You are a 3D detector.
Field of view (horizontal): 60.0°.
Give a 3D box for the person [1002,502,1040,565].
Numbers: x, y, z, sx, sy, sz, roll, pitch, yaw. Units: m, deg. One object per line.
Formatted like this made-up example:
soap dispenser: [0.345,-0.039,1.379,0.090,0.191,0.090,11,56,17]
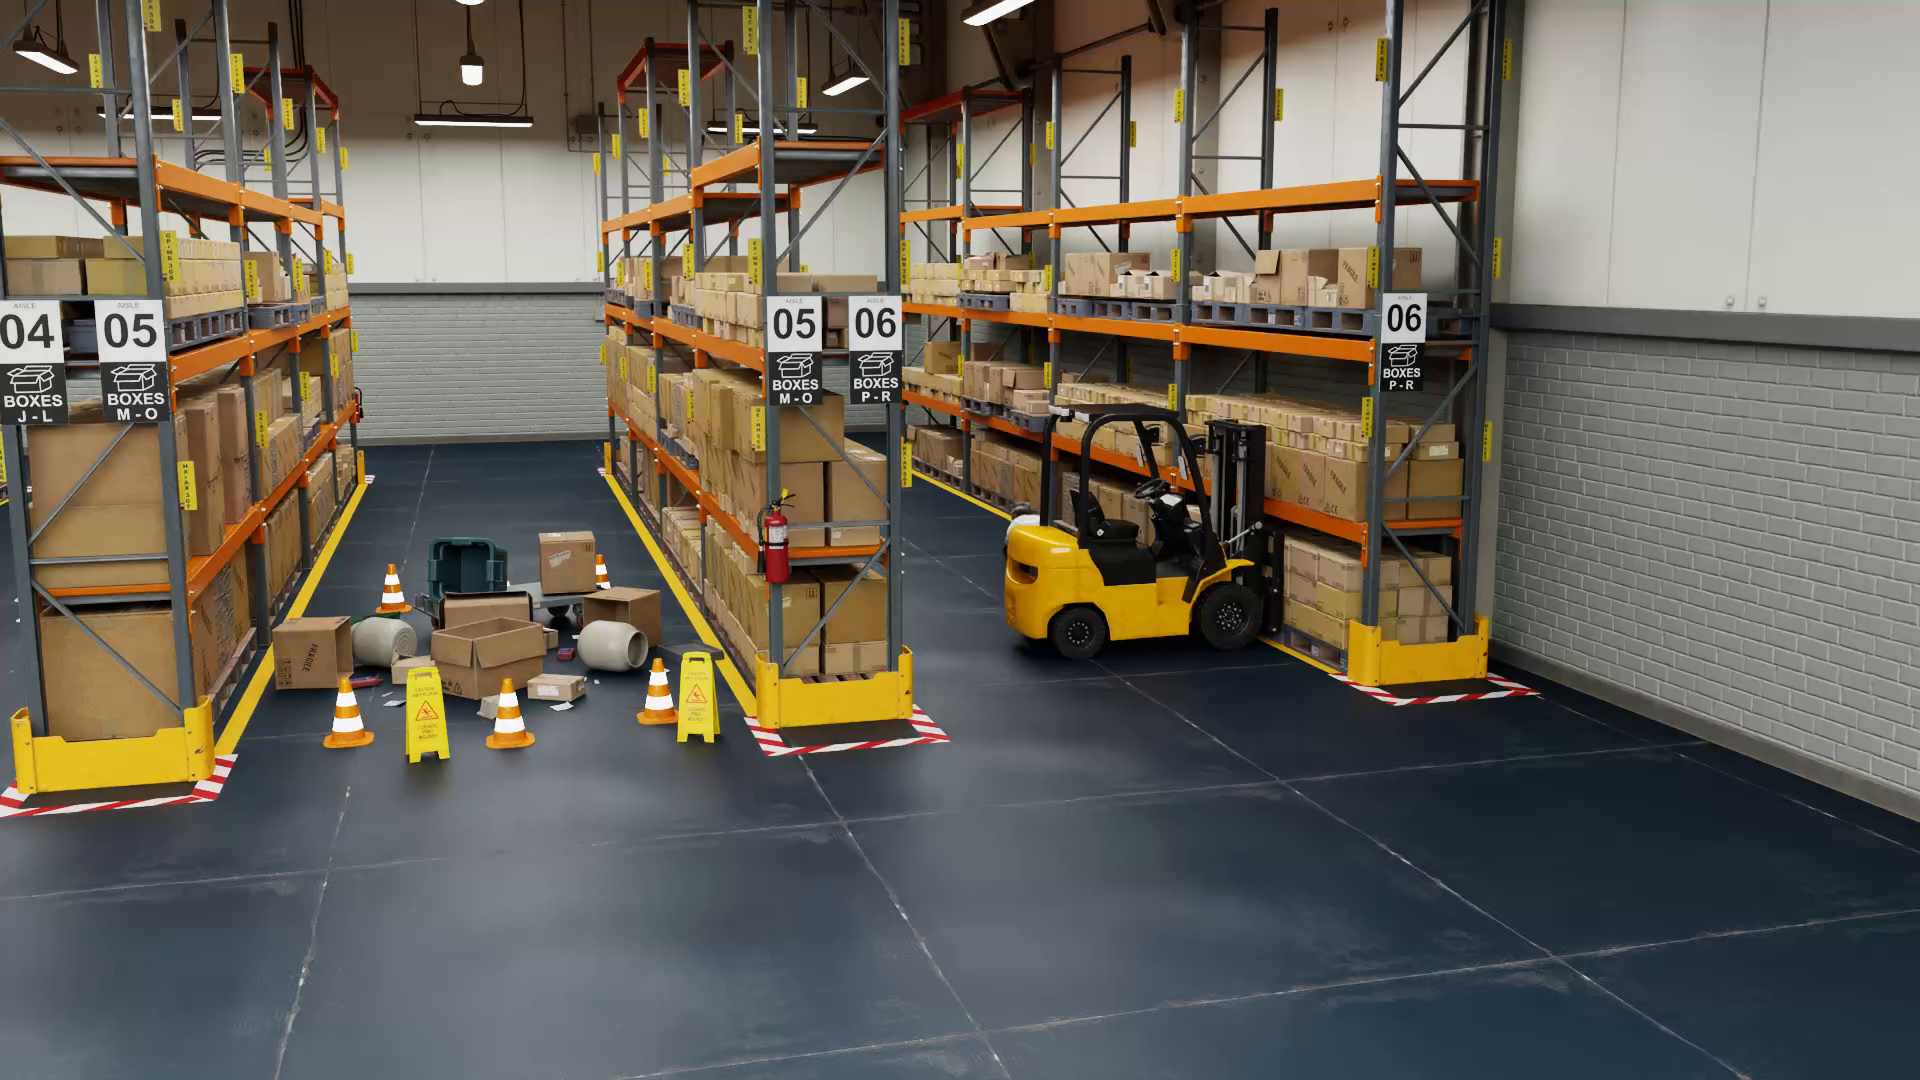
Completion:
person: [0.748,0.086,17.600,0.506,0.946,0.850,-3,10,-16]
